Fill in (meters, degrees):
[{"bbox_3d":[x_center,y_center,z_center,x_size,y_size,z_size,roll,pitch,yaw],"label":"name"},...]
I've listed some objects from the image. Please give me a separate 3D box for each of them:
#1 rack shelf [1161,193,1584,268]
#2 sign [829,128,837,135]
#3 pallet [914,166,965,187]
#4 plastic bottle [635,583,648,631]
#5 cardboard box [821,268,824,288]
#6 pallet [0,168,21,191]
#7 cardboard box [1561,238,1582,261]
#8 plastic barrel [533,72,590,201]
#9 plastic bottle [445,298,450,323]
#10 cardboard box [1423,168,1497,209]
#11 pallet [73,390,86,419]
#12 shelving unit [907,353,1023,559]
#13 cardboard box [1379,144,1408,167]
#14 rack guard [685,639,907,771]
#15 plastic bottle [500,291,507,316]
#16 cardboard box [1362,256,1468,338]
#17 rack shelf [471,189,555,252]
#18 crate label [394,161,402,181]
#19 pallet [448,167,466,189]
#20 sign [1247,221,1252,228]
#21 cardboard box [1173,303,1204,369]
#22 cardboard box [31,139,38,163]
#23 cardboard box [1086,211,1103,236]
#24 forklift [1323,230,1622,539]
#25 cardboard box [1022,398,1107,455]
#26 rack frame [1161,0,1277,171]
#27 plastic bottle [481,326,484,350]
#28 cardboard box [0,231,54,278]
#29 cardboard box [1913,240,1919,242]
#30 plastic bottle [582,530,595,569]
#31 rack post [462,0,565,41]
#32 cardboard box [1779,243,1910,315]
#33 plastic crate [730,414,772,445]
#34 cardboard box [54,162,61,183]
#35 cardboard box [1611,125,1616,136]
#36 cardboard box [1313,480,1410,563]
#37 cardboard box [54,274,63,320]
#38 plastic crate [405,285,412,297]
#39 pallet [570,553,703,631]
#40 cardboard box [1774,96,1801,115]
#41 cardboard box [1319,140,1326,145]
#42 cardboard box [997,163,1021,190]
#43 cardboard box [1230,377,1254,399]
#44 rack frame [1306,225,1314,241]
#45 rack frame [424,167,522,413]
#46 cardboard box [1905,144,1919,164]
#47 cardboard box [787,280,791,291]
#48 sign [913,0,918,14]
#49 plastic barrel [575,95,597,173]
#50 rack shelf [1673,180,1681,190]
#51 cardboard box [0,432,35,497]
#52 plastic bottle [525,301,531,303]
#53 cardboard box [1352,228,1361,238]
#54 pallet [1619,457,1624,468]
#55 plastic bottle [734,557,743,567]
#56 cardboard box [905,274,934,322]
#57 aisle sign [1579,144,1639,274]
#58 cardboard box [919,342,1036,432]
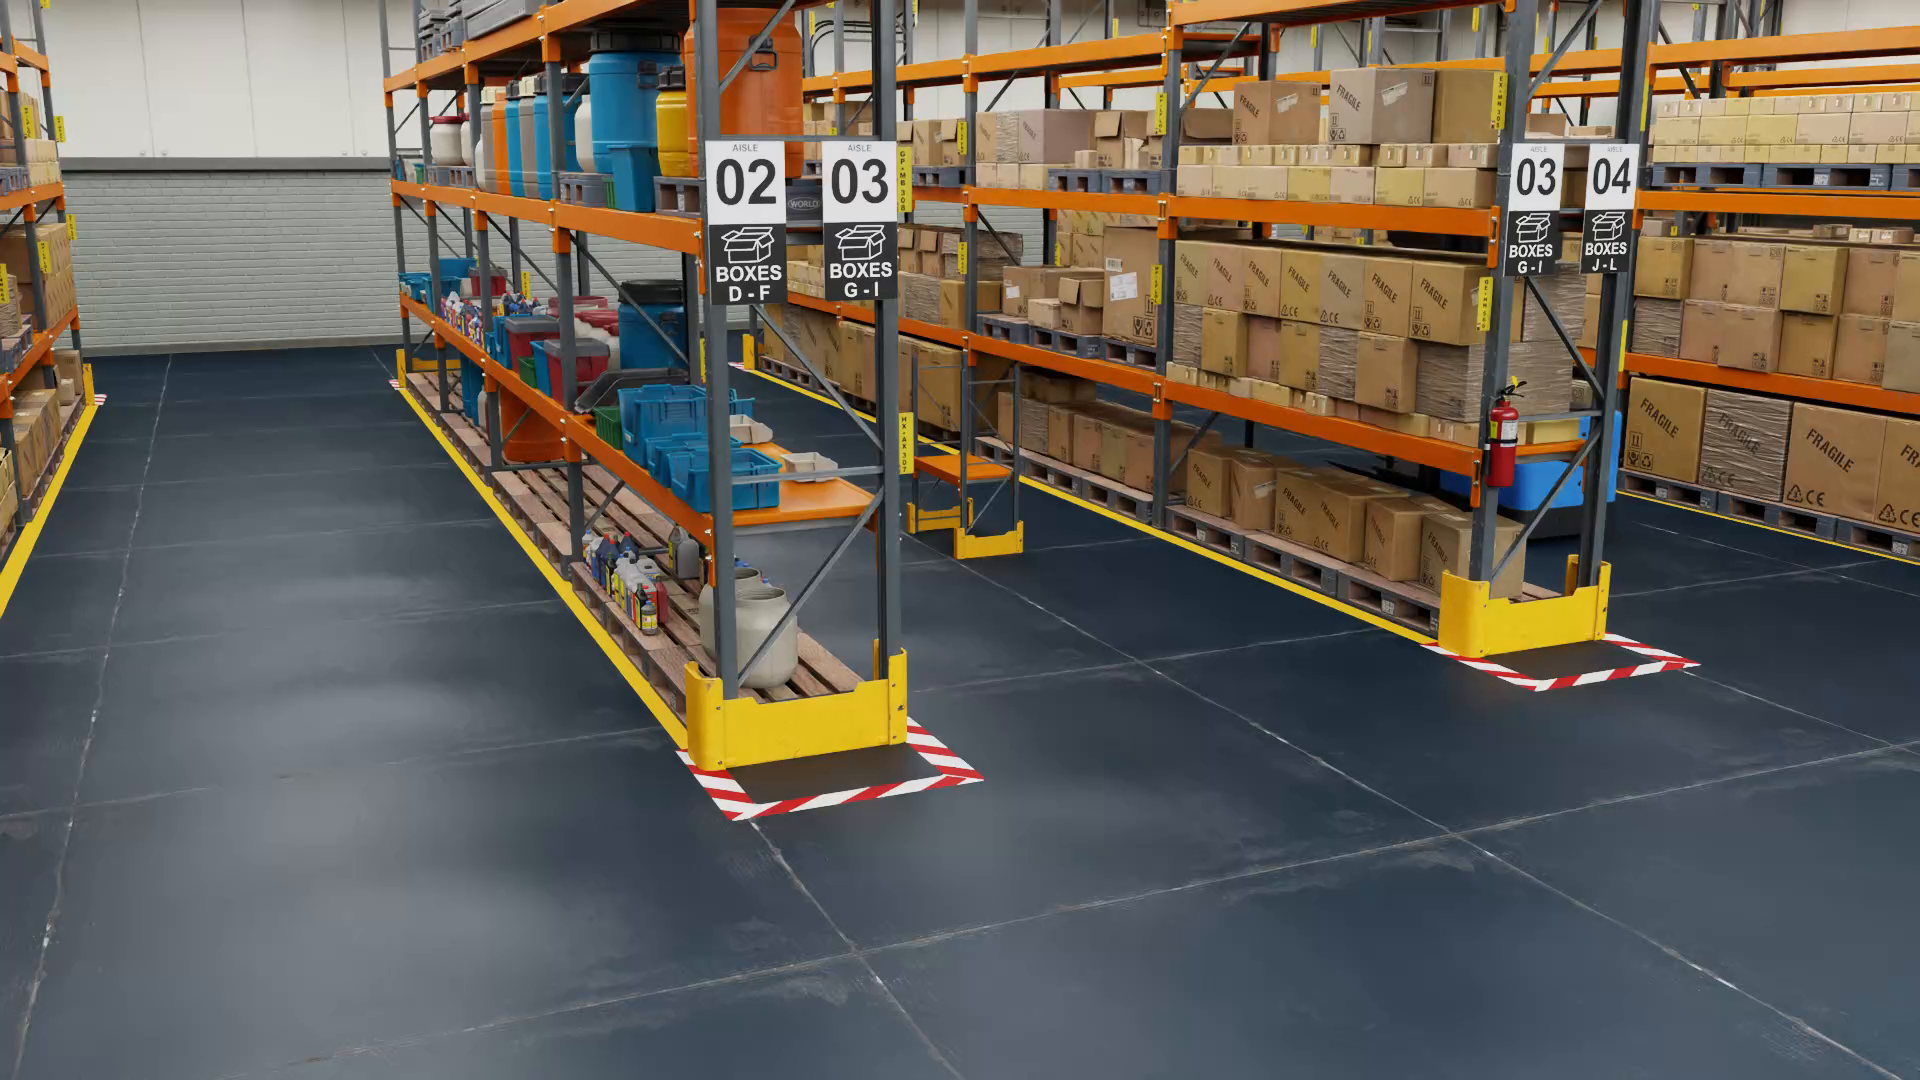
[{"bbox_3d":[2.937,-2.300,12.099,1.077,0.370,4.000,-6,14,-23],"label":"rack shelf"},{"bbox_3d":[-1.577,-4.957,20.659,0.100,0.325,0.005,-6,14,-23],"label":"sign"},{"bbox_3d":[0.227,-3.926,17.949,1.213,0.211,1.003,-5,14,-20],"label":"pallet"},{"bbox_3d":[-2.001,0.418,10.460,0.061,0.283,0.133,-5,14,-22],"label":"plastic bottle"},{"bbox_3d":[-1.486,-3.395,21.558,0.500,0.250,0.500,-6,14,-24],"label":"cardboard box"},{"bbox_3d":[-9.532,-3.376,15.569,1.213,0.211,1.003,-6,14,-23],"label":"pallet"},{"bbox_3d":[6.309,-2.774,16.762,0.700,0.500,0.500,-6,14,-24],"label":"cardboard box"},{"bbox_3d":[-2.805,-2.946,12.183,0.600,0.901,0.708,-6,14,-23],"label":"plastic barrel"},{"bbox_3d":[-5.696,-2.561,18.568,0.097,0.271,0.097,0,13,0],"label":"plastic bottle"},{"bbox_3d":[3.312,-2.241,10.580,0.500,0.250,0.500,-5,14,-22],"label":"cardboard box"},{"bbox_3d":[-11.399,-1.649,20.526,1.003,0.211,1.213,-6,14,-23],"label":"pallet"},{"bbox_3d":[0.031,-0.715,13.633,0.587,1.500,1.083,-6,14,-23],"label":"shelving unit"},{"bbox_3d":[3.012,-2.548,11.025,0.380,0.149,0.250,-6,14,-23],"label":"cardboard box"},{"bbox_3d":[-0.874,0.878,8.969,1.175,0.500,0.348,-6,14,-23],"label":"rack guard"},{"bbox_3d":[-5.071,-2.611,18.606,0.144,0.351,0.185,-6,14,-23],"label":"plastic bottle"},{"bbox_3d":[3.086,-1.651,11.252,0.500,0.500,0.500,-6,14,-23],"label":"cardboard box"},{"bbox_3d":[-3.204,-2.679,13.736,1.077,0.370,4.000,-6,14,-23],"label":"rack shelf"},{"bbox_3d":[-7.136,-4.803,21.649,0.408,0.251,0.502,-6,14,-23],"label":"crate label"},{"bbox_3d":[-4.747,-3.790,17.360,1.003,0.211,1.213,-6,14,-23],"label":"pallet"},{"bbox_3d":[4.023,-4.297,23.217,0.100,0.325,0.005,-6,14,-23],"label":"sign"},{"bbox_3d":[2.259,-1.698,13.671,0.875,0.500,0.500,-6,14,-23],"label":"cardboard box"},{"bbox_3d":[-10.316,-4.219,18.019,0.500,0.250,0.500,-6,14,-23],"label":"cardboard box"},{"bbox_3d":[2.246,-4.860,25.116,0.500,0.500,0.500,-6,14,-24],"label":"cardboard box"},{"bbox_3d":[4.454,-1.715,14.778,1.130,2.935,3.031,-5,14,-22],"label":"forklift"},{"bbox_3d":[1.054,-1.175,16.864,0.700,0.500,0.500,-7,15,-28],"label":"cardboard box"},{"bbox_3d":[2.136,-4.525,13.465,1.000,3.000,0.127,-6,14,-23],"label":"rack frame"},{"bbox_3d":[-4.558,-1.970,15.987,0.061,0.283,0.133,-6,14,-23],"label":"plastic bottle"},{"bbox_3d":[-10.285,-3.126,18.287,0.500,0.500,0.500,-6,14,-25],"label":"cardboard box"},{"bbox_3d":[10.904,-3.225,19.340,0.500,0.500,0.500,-6,14,-23],"label":"cardboard box"},{"bbox_3d":[-2.676,0.065,12.011,0.097,0.271,0.097,0,13,0],"label":"plastic bottle"},{"bbox_3d":[-3.270,-4.574,13.234,1.013,1.000,3.121,-6,14,-23],"label":"rack post"},{"bbox_3d":[7.474,-2.213,14.054,0.875,0.550,0.500,-6,14,-23],"label":"cardboard box"},{"bbox_3d":[-1.520,-0.714,10.887,0.530,0.136,0.437,-6,14,-23],"label":"plastic crate"},{"bbox_3d":[-11.302,-4.494,20.313,0.500,0.250,0.500,-6,14,-23],"label":"cardboard box"},{"bbox_3d":[9.043,-5.226,21.992,0.700,0.500,0.500,-6,15,-26],"label":"cardboard box"},{"bbox_3d":[2.999,-0.145,12.455,0.500,0.500,0.500,-4,14,-18],"label":"cardboard box"},{"bbox_3d":[-10.508,-2.749,18.873,0.500,0.500,0.500,-6,14,-23],"label":"cardboard box"},{"bbox_3d":[-7.088,-3.240,21.670,0.250,0.136,0.298,-6,14,-23],"label":"plastic crate"},{"bbox_3d":[-2.172,0.346,11.907,1.003,0.211,1.213,-6,14,-23],"label":"pallet"},{"bbox_3d":[7.066,-3.642,13.935,0.380,0.149,0.250,-6,14,-23],"label":"cardboard box"},{"bbox_3d":[4.445,-4.563,20.060,0.500,0.500,0.500,-6,14,-23],"label":"cardboard box"},{"bbox_3d":[0.694,-3.591,16.413,0.500,0.250,0.500,-5,14,-22],"label":"cardboard box"},{"bbox_3d":[2.331,-1.200,12.961,0.380,0.149,0.250,-6,14,-23],"label":"cardboard box"},{"bbox_3d":[6.409,-4.977,28.721,1.000,3.000,0.127,-6,14,-23],"label":"rack frame"},{"bbox_3d":[-5.607,-2.808,19.350,1.000,3.000,0.127,-6,14,-23],"label":"rack frame"},{"bbox_3d":[7.575,-2.991,12.892,0.380,0.149,0.250,-5,14,-22],"label":"cardboard box"},{"bbox_3d":[-2.214,-3.538,23.063,0.380,0.149,0.250,-6,14,-24],"label":"cardboard box"},{"bbox_3d":[-0.576,-6.723,20.714,0.100,0.325,0.005,-6,14,-23],"label":"sign"},{"bbox_3d":[-2.410,-2.769,11.349,0.421,0.512,0.421,0,13,0],"label":"plastic barrel"},{"bbox_3d":[8.812,-4.848,23.108,1.077,0.370,4.000,-6,14,-23],"label":"rack shelf"},{"bbox_3d":[-8.465,-0.651,14.599,0.500,0.500,0.500,-5,14,-21],"label":"cardboard box"},{"bbox_3d":[-4.751,-2.488,18.241,0.152,0.276,0.135,-6,14,-23],"label":"plastic bottle"},{"bbox_3d":[6.767,-5.176,27.142,0.500,0.500,0.500,-6,14,-23],"label":"cardboard box"},{"bbox_3d":[6.343,-0.824,16.960,1.003,0.211,1.213,-6,14,-23],"label":"pallet"},{"bbox_3d":[-1.499,0.250,11.212,0.097,0.271,0.097,0,13,0],"label":"plastic bottle"},{"bbox_3d":[-0.297,-2.768,18.954,0.500,0.500,0.500,-6,14,-25],"label":"cardboard box"},{"bbox_3d":[4.038,-2.057,10.339,0.394,0.787,0.004,-6,14,-23],"label":"aisle sign"},{"bbox_3d":[0.276,-1.743,18.528,1.225,0.875,0.875,-6,14,-26],"label":"cardboard box"}]
